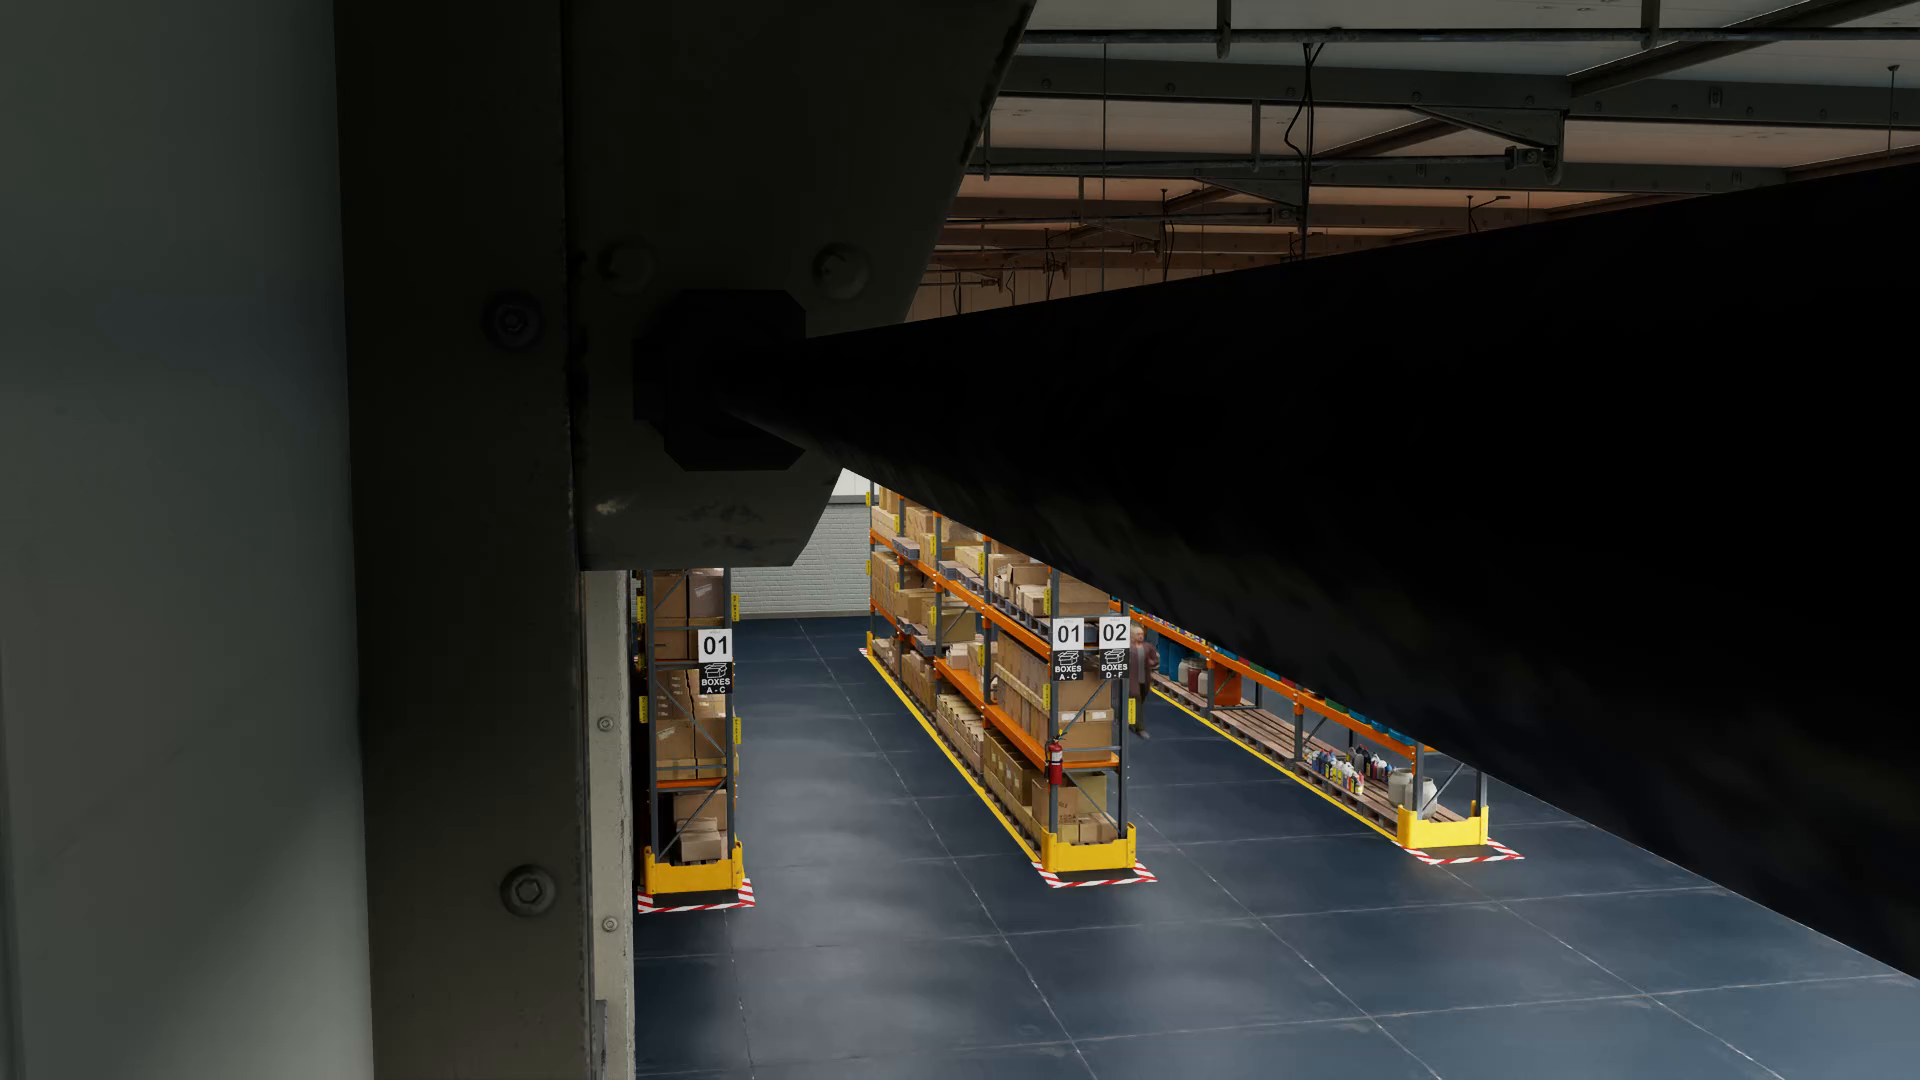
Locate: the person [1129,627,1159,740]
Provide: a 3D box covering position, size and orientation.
[{"bbox_3d":[2.915,2.335,27.168,0.704,1.830,1.005,-2,6,-19],"label":"person"}]
